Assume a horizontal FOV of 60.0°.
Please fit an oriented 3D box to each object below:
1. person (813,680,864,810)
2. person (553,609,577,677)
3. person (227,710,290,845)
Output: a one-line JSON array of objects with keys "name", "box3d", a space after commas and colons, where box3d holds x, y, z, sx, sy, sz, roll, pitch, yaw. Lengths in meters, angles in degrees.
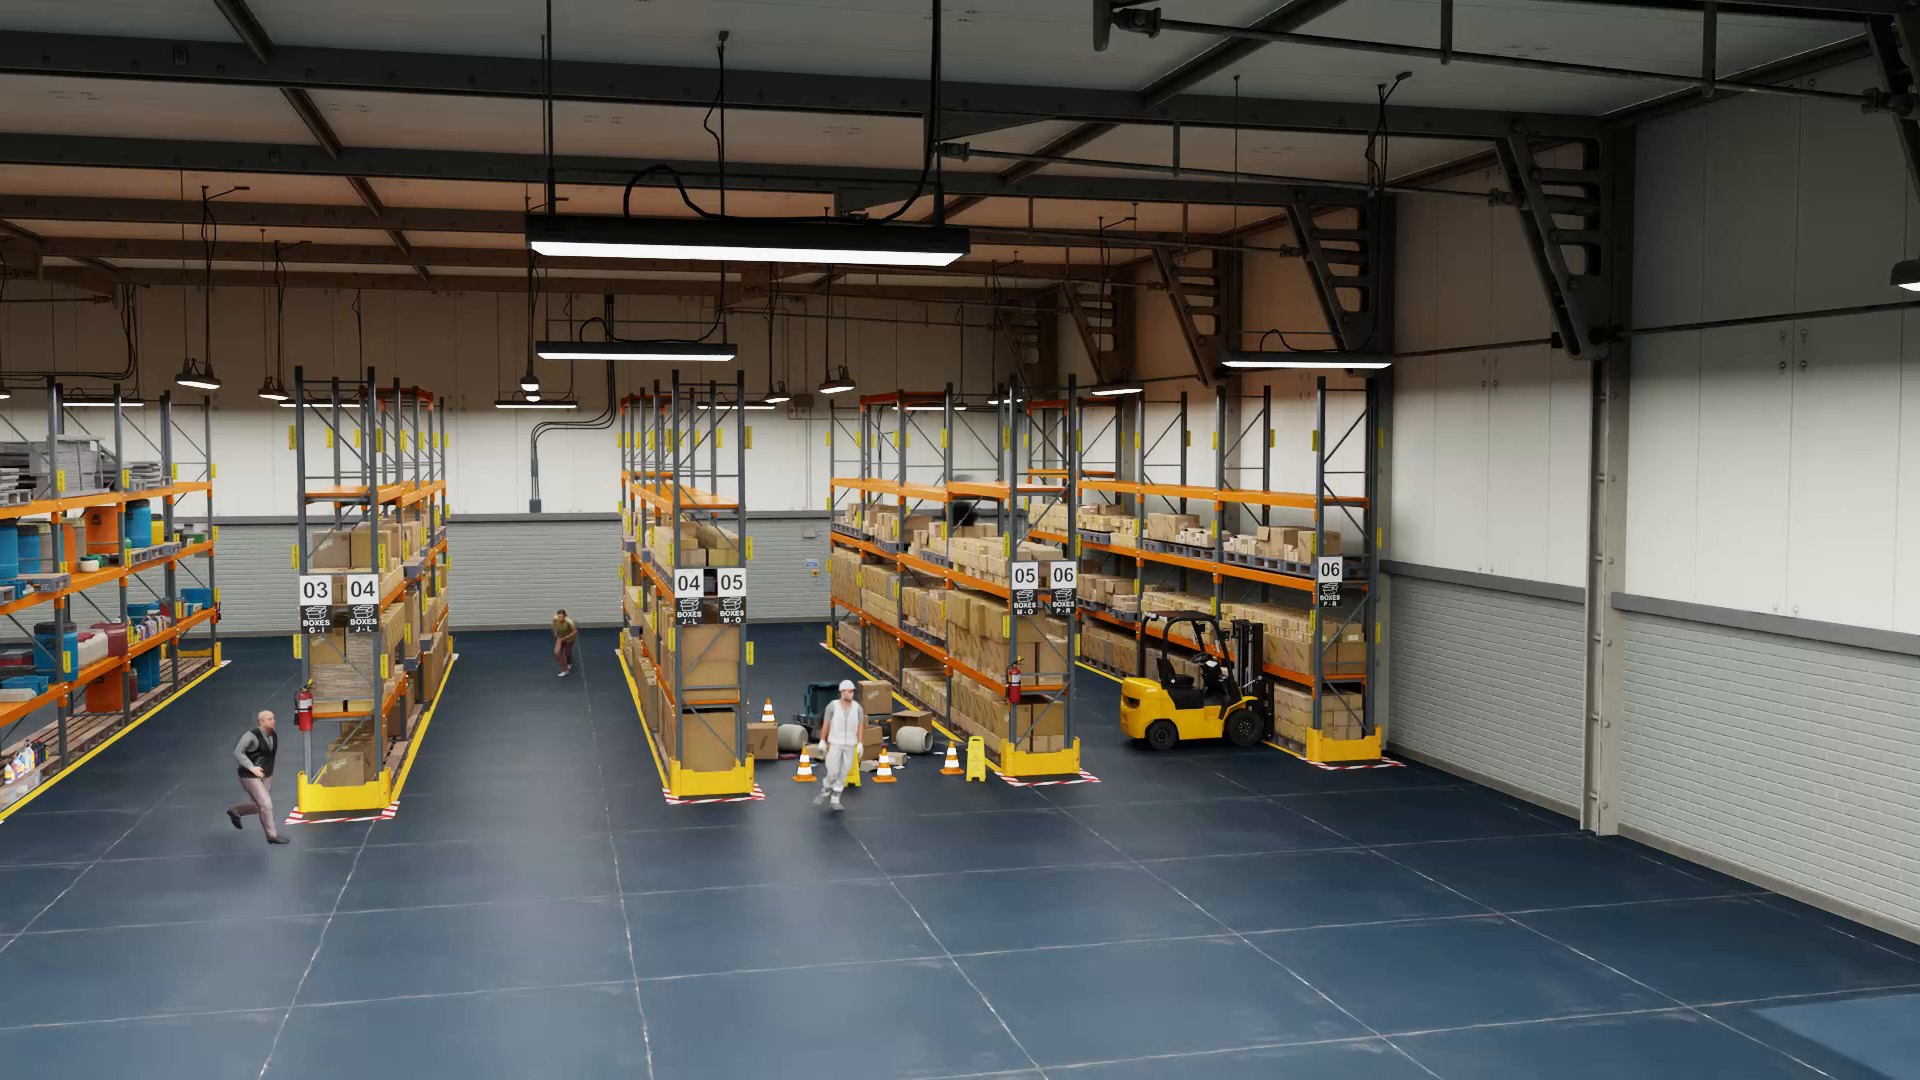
[{"name": "person", "box3d": [-1.626, 2.765, 22.409, 0.674, 1.765, 0.448, -1, 4, -22]}, {"name": "person", "box3d": [-8.409, 2.167, 35.629, 0.572, 1.458, 1.109, 0, 3, 5]}, {"name": "person", "box3d": [-8.779, 2.933, 20.612, 0.928, 1.674, 0.662, 1, 4, 22]}]
